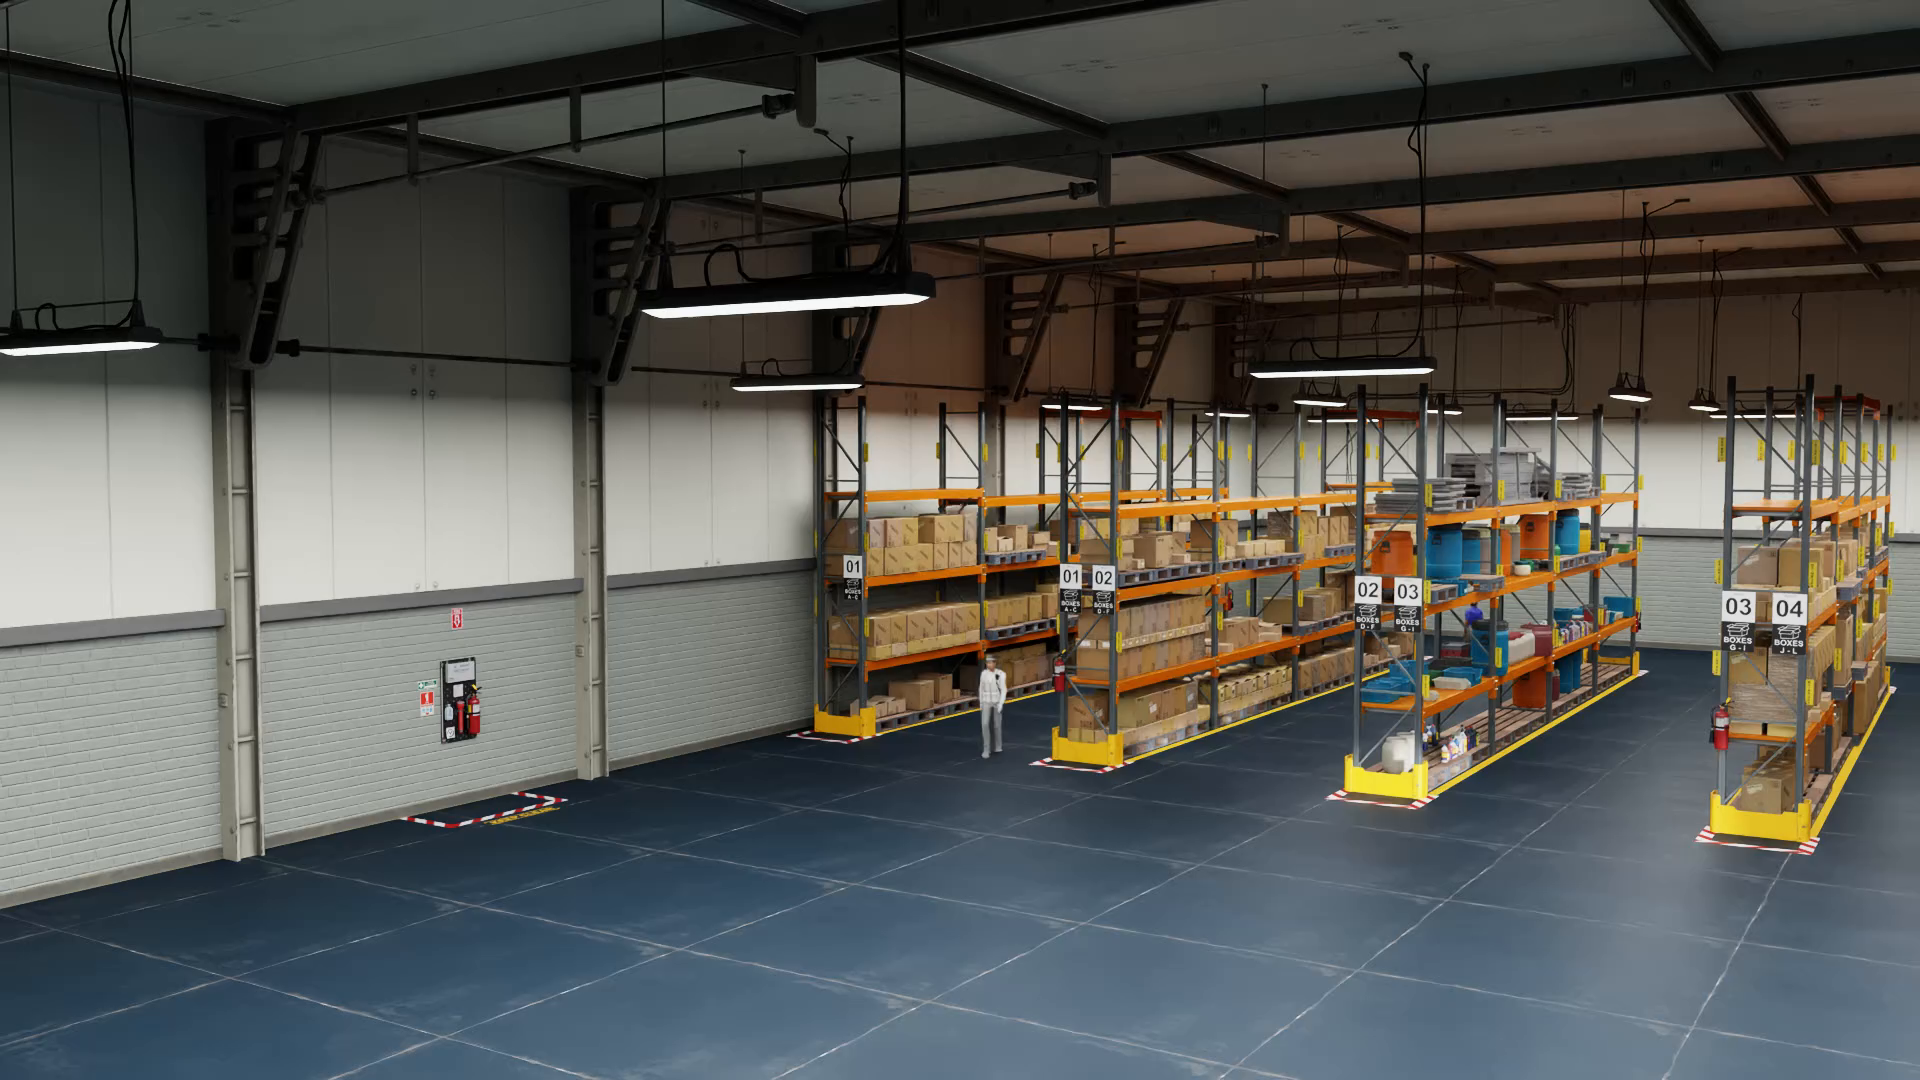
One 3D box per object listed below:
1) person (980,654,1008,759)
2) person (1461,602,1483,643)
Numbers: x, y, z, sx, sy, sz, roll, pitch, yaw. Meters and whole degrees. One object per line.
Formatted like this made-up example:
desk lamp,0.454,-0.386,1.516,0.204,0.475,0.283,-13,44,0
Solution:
person,0.522,2.735,27.528,0.475,1.698,0.753,1,3,13
person,11.868,2.155,38.467,0.503,1.657,0.443,-1,3,-11
